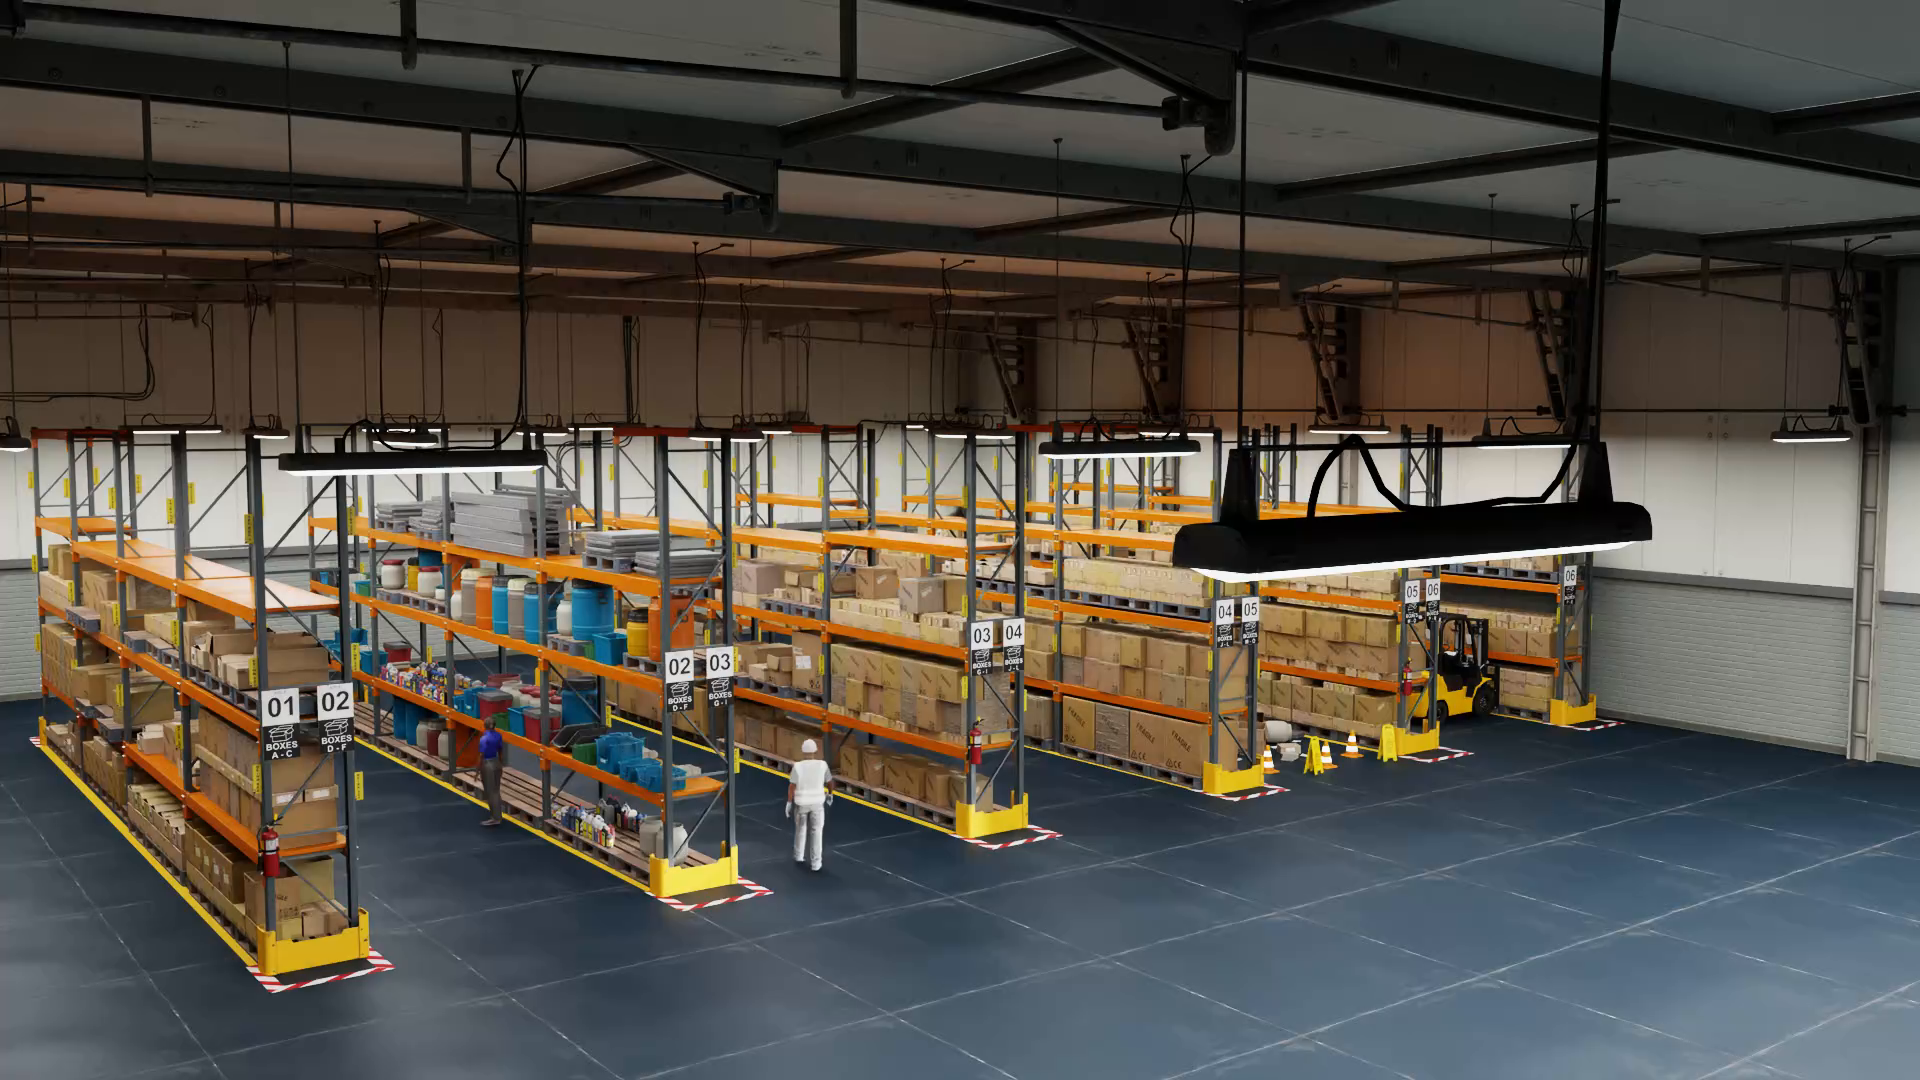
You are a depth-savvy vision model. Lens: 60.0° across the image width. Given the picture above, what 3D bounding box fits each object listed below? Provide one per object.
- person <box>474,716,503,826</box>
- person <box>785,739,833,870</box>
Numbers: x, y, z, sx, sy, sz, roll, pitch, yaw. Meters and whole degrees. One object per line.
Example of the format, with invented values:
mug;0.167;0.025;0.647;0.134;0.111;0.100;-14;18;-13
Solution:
person;-7.159;3.520;25.351;0.349;1.683;0.514;2;5;20
person;-2.082;3.633;23.032;0.650;1.785;0.765;0;4;-3
